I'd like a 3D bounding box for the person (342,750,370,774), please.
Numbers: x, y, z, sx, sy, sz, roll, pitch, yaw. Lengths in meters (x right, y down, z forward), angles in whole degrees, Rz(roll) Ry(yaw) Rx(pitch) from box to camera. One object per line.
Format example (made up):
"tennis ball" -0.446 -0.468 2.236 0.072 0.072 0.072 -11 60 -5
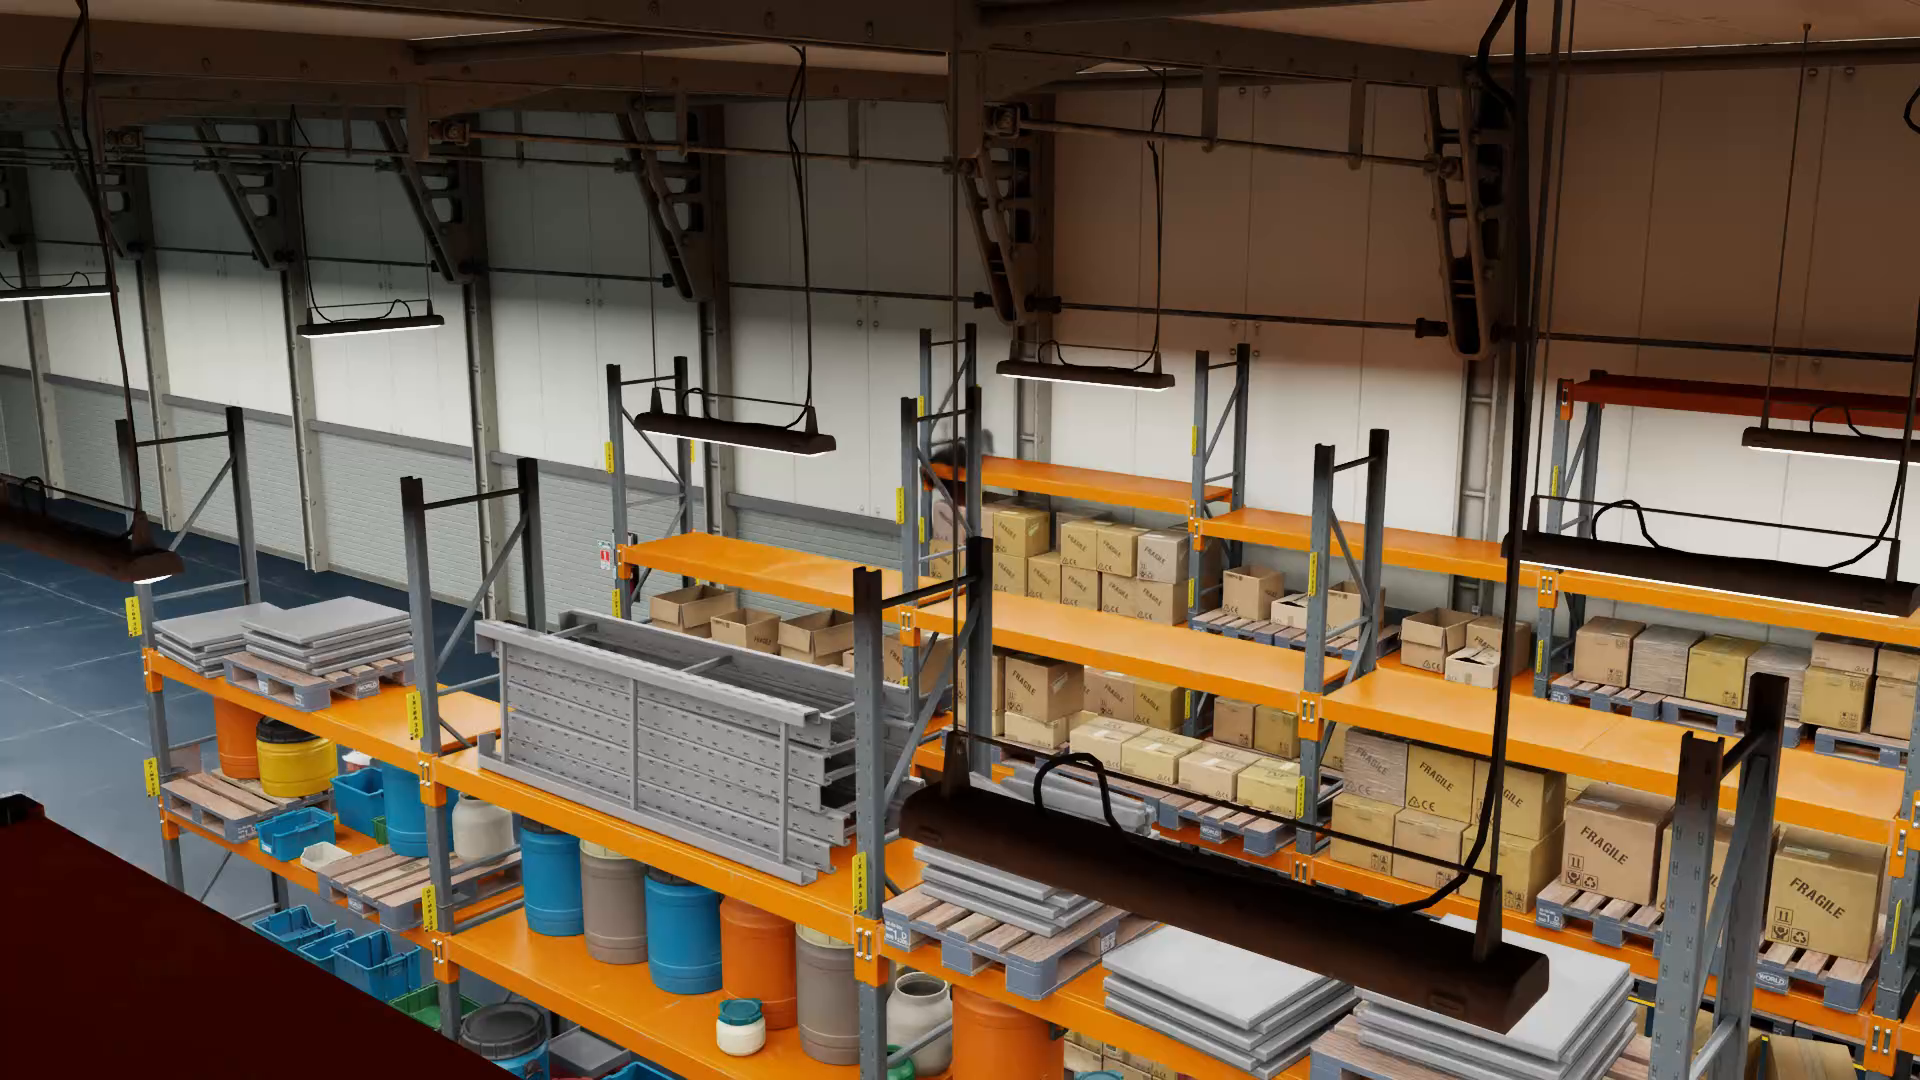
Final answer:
"person" -6.567 3.167 18.313 0.739 1.815 0.627 -6 14 -25
